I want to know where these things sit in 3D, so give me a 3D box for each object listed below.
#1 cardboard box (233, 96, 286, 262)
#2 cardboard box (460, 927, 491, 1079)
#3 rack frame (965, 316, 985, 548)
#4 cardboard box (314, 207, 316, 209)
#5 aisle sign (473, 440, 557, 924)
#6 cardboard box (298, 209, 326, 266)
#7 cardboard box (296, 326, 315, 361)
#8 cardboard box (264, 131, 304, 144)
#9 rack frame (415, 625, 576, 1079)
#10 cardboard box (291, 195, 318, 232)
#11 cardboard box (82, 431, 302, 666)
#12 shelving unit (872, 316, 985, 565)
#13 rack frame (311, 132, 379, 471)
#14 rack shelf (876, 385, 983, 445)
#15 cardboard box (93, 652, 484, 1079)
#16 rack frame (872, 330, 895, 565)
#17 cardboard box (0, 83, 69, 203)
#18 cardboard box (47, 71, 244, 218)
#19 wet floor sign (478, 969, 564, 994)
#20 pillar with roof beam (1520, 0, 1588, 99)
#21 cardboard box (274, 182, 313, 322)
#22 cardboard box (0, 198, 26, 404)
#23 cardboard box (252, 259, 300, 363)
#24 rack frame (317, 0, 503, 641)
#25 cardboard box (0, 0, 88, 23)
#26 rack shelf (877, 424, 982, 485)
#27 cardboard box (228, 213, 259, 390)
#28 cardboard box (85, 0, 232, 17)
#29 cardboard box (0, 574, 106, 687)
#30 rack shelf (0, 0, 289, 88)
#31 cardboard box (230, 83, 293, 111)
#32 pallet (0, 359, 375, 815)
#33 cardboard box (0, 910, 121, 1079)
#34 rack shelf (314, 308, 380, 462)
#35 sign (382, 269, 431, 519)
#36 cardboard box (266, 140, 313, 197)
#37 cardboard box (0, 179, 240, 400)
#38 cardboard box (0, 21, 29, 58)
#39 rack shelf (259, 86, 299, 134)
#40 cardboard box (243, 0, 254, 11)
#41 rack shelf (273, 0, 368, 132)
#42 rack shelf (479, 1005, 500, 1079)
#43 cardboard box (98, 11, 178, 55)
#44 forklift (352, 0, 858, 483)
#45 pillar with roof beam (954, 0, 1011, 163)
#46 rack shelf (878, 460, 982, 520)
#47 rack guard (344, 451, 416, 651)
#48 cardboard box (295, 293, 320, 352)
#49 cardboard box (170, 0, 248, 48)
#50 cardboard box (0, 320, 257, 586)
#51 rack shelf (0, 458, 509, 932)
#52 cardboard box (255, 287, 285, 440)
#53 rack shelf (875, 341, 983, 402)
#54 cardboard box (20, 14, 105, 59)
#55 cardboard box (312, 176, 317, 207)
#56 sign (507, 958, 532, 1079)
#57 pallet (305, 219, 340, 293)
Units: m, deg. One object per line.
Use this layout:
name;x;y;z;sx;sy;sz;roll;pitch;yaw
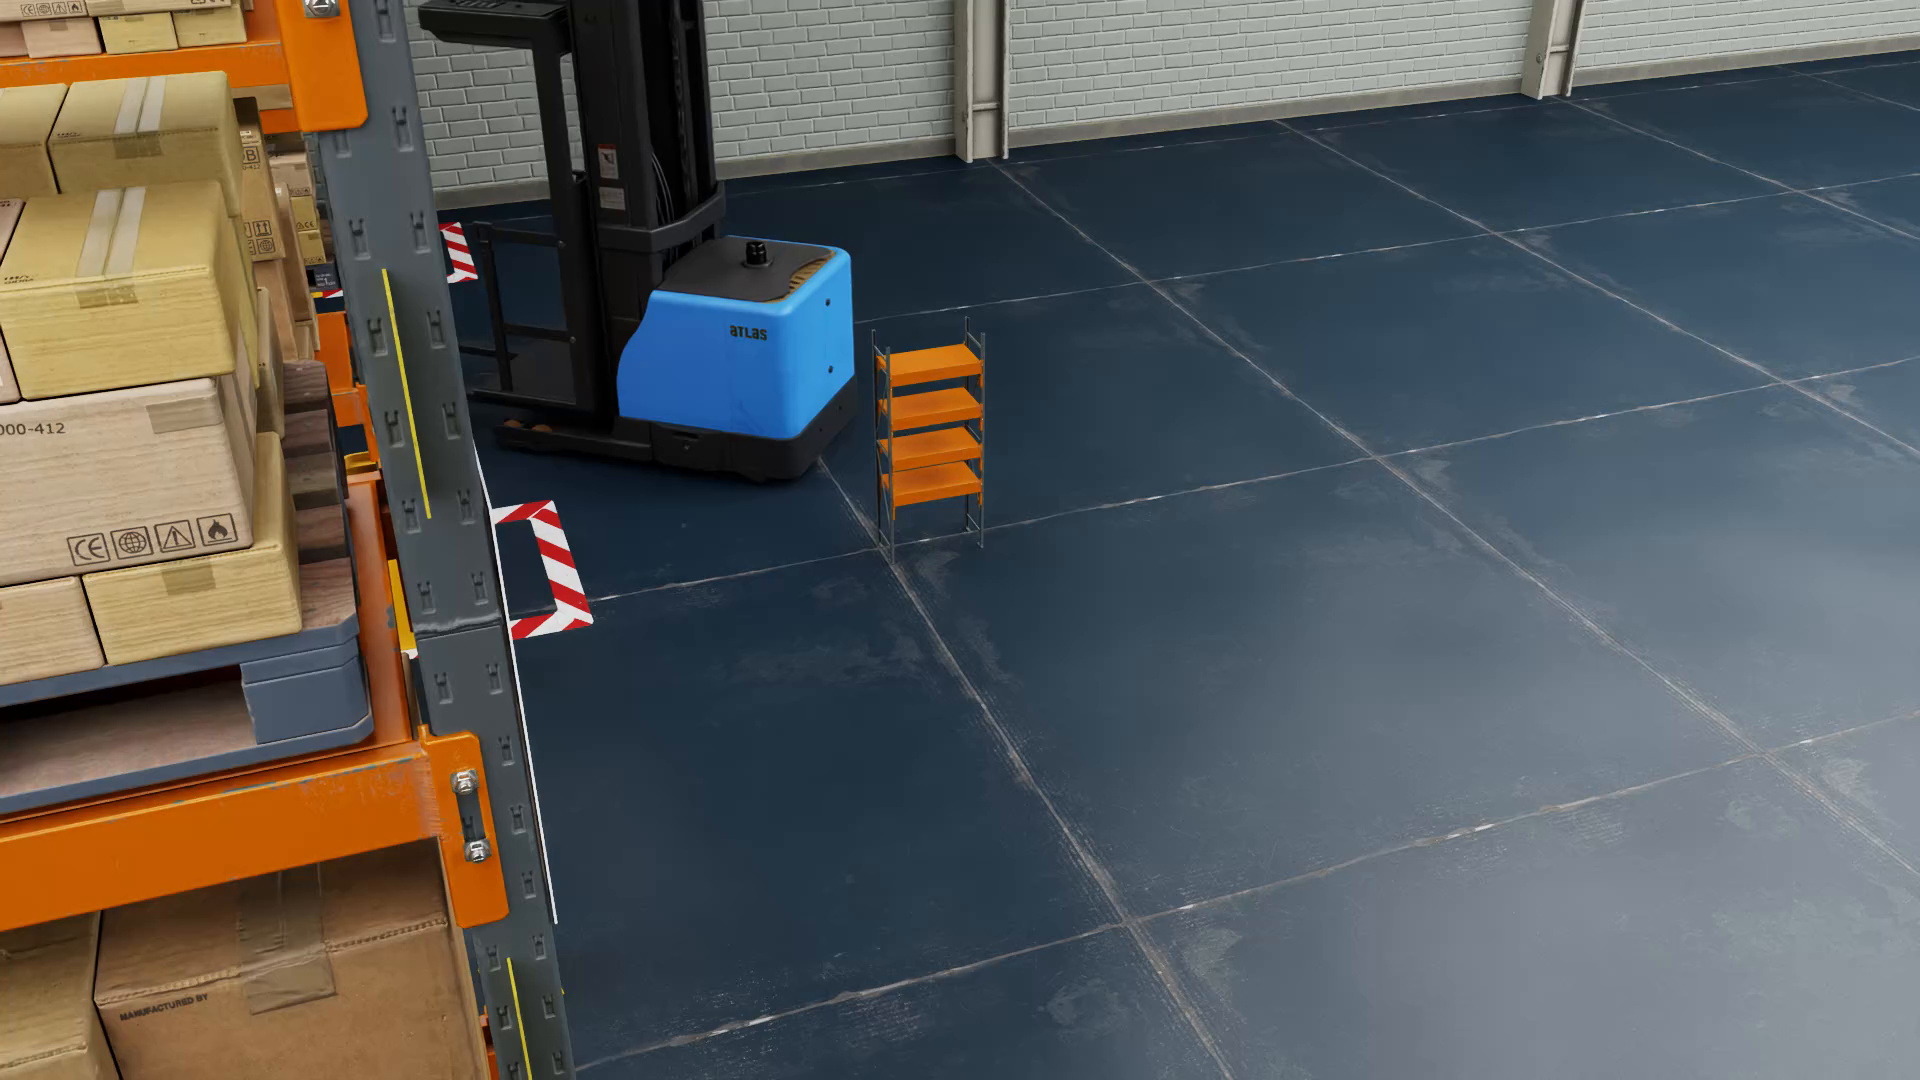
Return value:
cardboard box;-3.135;-1.489;6.922;0.500;0.500;0.700;-11;32;-19
cardboard box;-1.244;1.228;3.413;0.550;0.550;0.875;-10;31;-18
rack frame;0.074;-0.535;8.477;0.015;1.200;0.240;-10;31;-18
cardboard box;-4.995;-2.367;12.228;0.500;0.250;0.500;-10;31;-17
aisle sign;-0.741;0.205;2.734;0.004;0.787;0.394;-10;31;-18
cardboard box;-4.797;-2.134;11.818;0.500;0.250;0.500;-10;31;-17
cardboard box;-3.008;-0.798;7.375;0.250;0.149;0.380;-9;31;-16
cardboard box;-4.983;-2.801;11.979;0.500;0.250;0.500;-11;31;-18
rack frame;-0.912;1.208;3.600;0.127;3.000;1.000;-10;31;-18
cardboard box;-4.814;-2.350;11.692;0.500;0.250;0.500;-11;31;-18
cardboard box;-1.105;0.002;2.414;0.250;0.149;0.380;-11;31;-18
shelving unit;-0.155;-0.493;8.403;0.503;1.200;0.258;-10;31;-18
rack frame;-2.733;-1.071;7.600;0.127;3.000;1.000;-10;31;-18
rack shelf;-0.155;-0.629;8.325;0.480;0.148;0.258;-10;31;-18
cardboard box;-1.273;0.720;3.215;0.550;0.550;0.875;-10;31;-18
rack frame;-0.384;-0.451;8.329;0.015;1.200;0.240;-10;31;-18
cardboard box;-1.571;-0.606;2.676;0.250;0.149;0.380;-10;31;-17
cardboard box;-1.336;-0.649;2.751;0.250;0.149;0.380;-10;31;-17
wet floor sign;-1.575;1.307;5.804;0.232;0.644;0.267;-16;33;-26
pillar with roof beam;7.314;-6.352;10.809;0.400;9.000;9.100;-10;31;-18
cardboard box;-3.273;-1.291;7.584;0.500;0.500;0.500;-11;31;-18
cardboard box;-1.344;-0.301;2.141;0.250;0.149;0.380;-10;31;-17
cardboard box;-3.145;-1.023;7.113;0.500;0.500;0.500;-11;31;-19
rack frame;-0.912;-1.399;2.115;0.127;3.000;1.000;-10;31;-18
cardboard box;-3.595;-2.145;6.306;0.500;0.250;0.500;-11;31;-18
rack shelf;-0.155;-0.434;8.436;0.480;0.148;0.258;-10;31;-18
cardboard box;-1.454;-0.421;2.755;0.500;0.250;0.500;-11;31;-18
cardboard box;-3.118;-2.225;6.447;0.500;0.250;0.500;-11;31;-18
cardboard box;-1.342;0.045;2.338;0.250;0.149;0.380;-10;31;-17
rack shelf;-4.607;-1.717;6.430;4.000;0.370;1.077;-10;31;-18
cardboard box;-4.837;-3.210;11.254;0.500;0.500;0.500;-11;32;-19
pallet;-1.603;0.076;2.646;1.213;0.211;1.003;-10;31;-18
cardboard box;-1.756;0.857;2.973;0.550;0.550;0.875;-10;31;-18
rack shelf;-4.607;-0.414;7.172;4.000;0.370;1.077;-10;31;-18
sign;-0.736;-0.192;2.212;0.005;0.325;0.100;-10;31;-18
cardboard box;-4.790;-2.572;11.577;0.500;0.250;0.500;-9;31;-16
cardboard box;-1.109;-0.343;2.215;0.250;0.149;0.380;-10;31;-17
cardboard box;-3.713;-1.973;6.407;0.250;0.149;0.380;-10;31;-17
rack shelf;-6.341;-2.716;11.213;4.000;0.370;1.077;-10;31;-18
cardboard box;-3.157;-2.359;7.084;0.250;0.149;0.380;-10;31;-18
rack shelf;-2.786;-0.567;1.786;4.000;0.370;1.077;-10;31;-18
rack shelf;-2.786;1.866;3.172;4.000;0.370;1.077;-10;31;-18
cardboard box;-3.191;-2.016;6.482;0.250;0.149;0.380;-10;31;-17
forklift;-2.186;-2.009;9.316;3.031;2.935;1.130;9;31;15
pillar with roof beam;1.691;-5.317;8.991;0.400;9.000;9.100;-10;31;-18
rack shelf;-0.155;-0.262;8.534;0.480;0.148;0.258;-10;31;-18
rack guard;-2.804;0.028;8.196;0.348;0.500;1.175;-10;31;-18
cardboard box;-3.123;-1.000;7.728;0.250;0.149;0.380;-10;31;-17
cardboard box;-2.969;-2.074;6.584;0.250;0.149;0.380;-10;31;-17
cardboard box;-1.273;-0.171;2.316;0.500;0.250;0.500;-10;31;-17
rack shelf;-2.786;0.562;2.429;4.000;0.370;1.077;-10;31;-18
cardboard box;-1.345;-0.302;2.948;0.250;0.149;0.380;-10;31;-17
rack shelf;-0.155;-0.834;8.208;0.480;0.148;0.258;-10;31;-18
cardboard box;-3.452;-1.986;6.429;0.250;0.149;0.380;-9;31;-16
cardboard box;-4.980;-2.594;12.121;0.500;0.250;0.500;-10;31;-17
sign;-0.736;0.856;2.809;0.005;0.325;0.100;-10;31;-18
pallet;-5.169;-2.011;12.066;1.213;0.211;1.003;-10;31;-18
